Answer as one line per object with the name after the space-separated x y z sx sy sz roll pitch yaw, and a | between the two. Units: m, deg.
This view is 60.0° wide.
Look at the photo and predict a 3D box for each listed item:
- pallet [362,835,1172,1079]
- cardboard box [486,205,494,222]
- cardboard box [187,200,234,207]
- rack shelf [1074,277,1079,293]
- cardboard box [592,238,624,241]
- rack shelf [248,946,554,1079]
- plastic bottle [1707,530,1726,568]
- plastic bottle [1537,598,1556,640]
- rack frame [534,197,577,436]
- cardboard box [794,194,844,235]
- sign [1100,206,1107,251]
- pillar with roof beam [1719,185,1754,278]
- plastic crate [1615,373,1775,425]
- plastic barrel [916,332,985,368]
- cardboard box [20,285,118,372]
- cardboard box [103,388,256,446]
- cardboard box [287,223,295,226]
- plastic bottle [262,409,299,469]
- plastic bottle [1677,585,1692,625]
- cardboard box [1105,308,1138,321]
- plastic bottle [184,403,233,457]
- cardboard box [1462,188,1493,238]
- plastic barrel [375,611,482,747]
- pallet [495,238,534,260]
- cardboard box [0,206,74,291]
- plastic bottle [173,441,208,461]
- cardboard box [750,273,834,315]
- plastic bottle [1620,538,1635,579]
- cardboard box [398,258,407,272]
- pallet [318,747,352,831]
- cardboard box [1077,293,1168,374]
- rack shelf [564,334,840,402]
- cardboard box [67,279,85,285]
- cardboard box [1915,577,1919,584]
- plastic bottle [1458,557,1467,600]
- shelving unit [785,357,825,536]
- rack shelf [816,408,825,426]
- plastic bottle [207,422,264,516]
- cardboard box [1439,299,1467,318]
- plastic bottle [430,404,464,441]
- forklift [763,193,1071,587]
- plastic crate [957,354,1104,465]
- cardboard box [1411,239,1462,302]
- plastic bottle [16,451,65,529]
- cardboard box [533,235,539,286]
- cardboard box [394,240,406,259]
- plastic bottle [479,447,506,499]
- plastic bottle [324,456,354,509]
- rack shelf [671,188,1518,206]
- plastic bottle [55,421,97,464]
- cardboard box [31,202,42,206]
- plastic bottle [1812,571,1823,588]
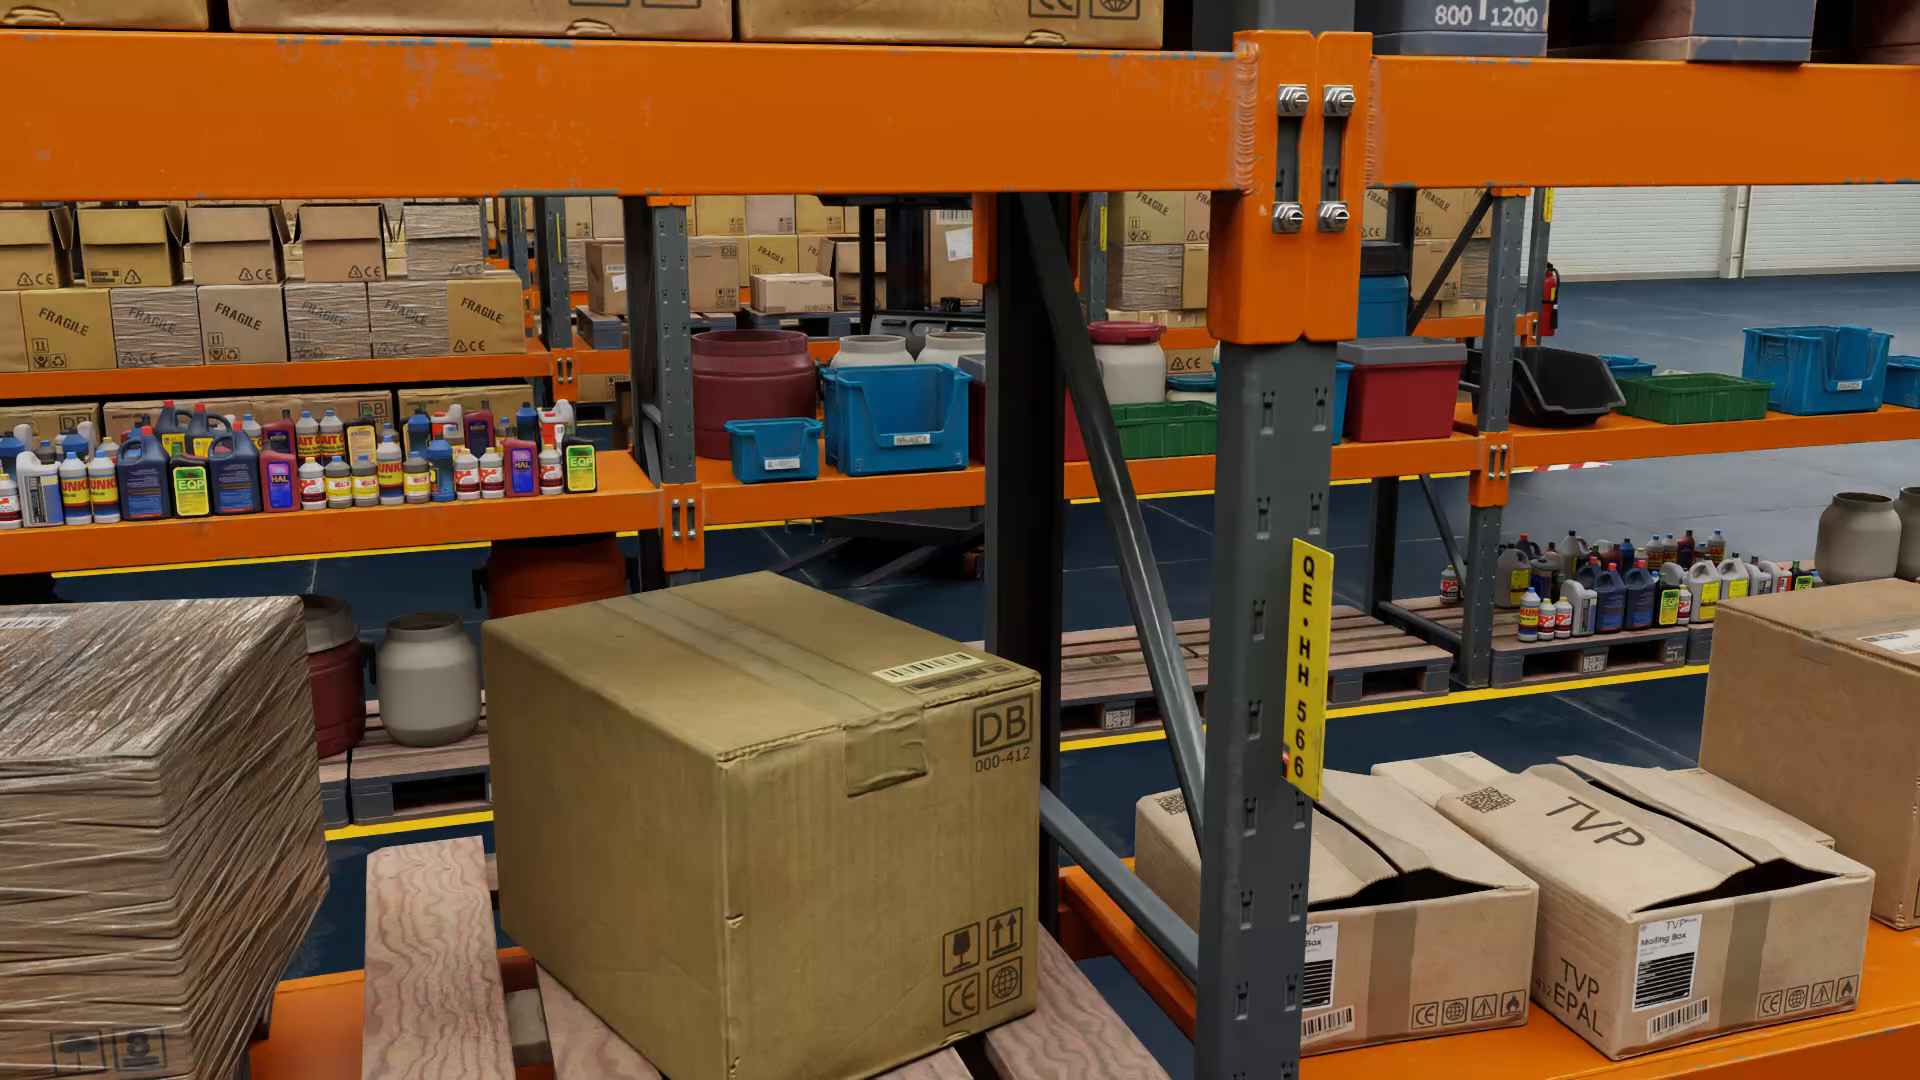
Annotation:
-0.359 0.731 2.503 1.003 0.211 1.213 -4 14 -18 | pallet
-7.136 -5.007 25.453 0.500 0.250 0.500 -4 14 -18 | cardboard box
-8.864 -4.027 19.715 0.500 0.500 0.500 -5 14 -18 | cardboard box
1.306 -2.789 18.440 4.000 0.370 1.077 -4 14 -18 | rack shelf
-3.388 -2.757 16.535 0.500 0.500 0.500 -5 14 -19 | cardboard box
-1.634 1.070 2.218 4.000 0.370 1.077 -4 14 -18 | rack shelf
4.449 0.074 9.796 0.097 0.271 0.097 0 13 0 | plastic bottle
3.014 0.403 8.564 0.097 0.201 0.097 0 13 0 | plastic bottle
-2.895 -1.601 11.891 0.127 3.000 1.000 -4 14 -18 | rack frame
-1.545 -3.450 17.288 0.500 0.500 0.700 -5 14 -19 | cardboard box
1.077 -2.338 12.487 0.005 0.325 0.100 -4 14 -18 | sign
17.426 -8.902 29.622 0.400 9.000 9.100 -4 14 -18 | pillar with roof beam
3.853 -0.745 8.750 0.662 0.188 0.450 -4 14 -18 | plastic crate
-0.009 -0.723 7.958 0.421 0.512 0.421 0 13 0 | plastic barrel
-5.694 -1.371 10.707 0.500 0.500 0.500 -4 14 -18 | cardboard box
-5.239 -0.594 11.342 0.875 0.875 1.225 -5 14 -20 | cardboard box
-6.363 -2.961 15.959 0.250 0.149 0.380 -5 14 -19 | cardboard box
-2.938 -0.421 7.185 0.133 0.283 0.061 -4 14 -18 | plastic bottle
3.828 0.339 8.831 0.097 0.201 0.097 0 13 0 | plastic bottle
1.196 -1.724 12.950 0.250 0.149 0.380 -4 14 -18 | cardboard box
-3.119 -0.393 6.919 0.185 0.351 0.144 -4 14 -18 | plastic bottle
4.245 -2.776 13.813 0.500 0.500 0.500 -4 14 -18 | cardboard box
-2.280 0.593 7.138 0.421 0.512 0.421 0 13 0 | plastic barrel
-5.414 -3.757 21.370 1.003 0.211 1.213 -4 14 -18 | pallet
-6.083 -1.891 10.728 0.637 0.503 0.797 -5 14 -20 | cardboard box
-2.967 -0.240 6.421 0.133 0.283 0.061 -4 14 -18 | plastic bottle
-1.233 -1.805 12.167 0.500 0.250 0.500 -5 14 -20 | cardboard box
3.838 0.121 9.595 0.097 0.271 0.097 0 13 0 | plastic bottle
-5.181 -2.604 15.743 0.250 0.149 0.380 -4 14 -17 | cardboard box
-3.203 0.999 6.989 1.213 0.211 1.003 -4 14 -18 | pallet
1.746 -2.327 18.629 0.875 0.875 0.875 -5 14 -19 | cardboard box
-0.999 -1.398 12.595 4.000 0.370 1.077 -4 14 -18 | rack shelf
-5.858 -1.484 11.182 0.500 0.500 0.500 -4 14 -16 | cardboard box
2.345 0.357 3.443 0.500 0.500 0.500 -4 14 -18 | cardboard box
2.827 0.190 9.282 0.133 0.283 0.061 -4 14 -15 | plastic bottle
-1.035 -0.677 11.897 0.258 1.200 0.503 6 15 24 | shelving unit
-1.035 -0.829 11.861 0.258 0.148 0.480 6 15 24 | rack shelf
-2.810 -0.280 6.445 0.185 0.351 0.144 -4 14 -18 | plastic bottle
4.026 -1.955 13.921 0.250 0.149 0.380 -4 14 -18 | cardboard box
-2.267 -0.459 7.358 0.135 0.276 0.152 -4 14 -18 | plastic bottle
-0.257 -1.293 10.746 1.130 2.935 3.031 6 15 23 | forklift
0.314 -0.598 7.536 0.583 0.464 0.402 -4 14 -18 | plastic crate
3.722 -2.287 13.916 0.500 0.500 0.875 -4 14 -18 | cardboard box
-3.449 -0.195 6.249 0.135 0.276 0.152 -4 14 -18 | plastic bottle
-4.040 -2.837 16.871 0.500 0.500 0.500 -4 14 -18 | cardboard box
-5.205 -2.747 15.700 0.250 0.149 0.380 -4 14 -17 | cardboard box
-1.896 -0.273 6.737 0.097 0.201 0.097 0 13 0 | plastic bottle
-2.450 -0.230 6.556 0.097 0.201 0.097 0 13 0 | plastic bottle
0.581 -1.771 7.681 4.000 0.370 1.077 -4 14 -18 | rack shelf
-3.664 -0.350 6.901 0.135 0.276 0.152 -4 14 -18 | plastic bottle
-8.677 -3.101 15.177 0.500 0.500 0.500 -4 14 -17 | cardboard box
4.666 0.274 9.105 0.097 0.201 0.097 0 13 0 | plastic bottle
